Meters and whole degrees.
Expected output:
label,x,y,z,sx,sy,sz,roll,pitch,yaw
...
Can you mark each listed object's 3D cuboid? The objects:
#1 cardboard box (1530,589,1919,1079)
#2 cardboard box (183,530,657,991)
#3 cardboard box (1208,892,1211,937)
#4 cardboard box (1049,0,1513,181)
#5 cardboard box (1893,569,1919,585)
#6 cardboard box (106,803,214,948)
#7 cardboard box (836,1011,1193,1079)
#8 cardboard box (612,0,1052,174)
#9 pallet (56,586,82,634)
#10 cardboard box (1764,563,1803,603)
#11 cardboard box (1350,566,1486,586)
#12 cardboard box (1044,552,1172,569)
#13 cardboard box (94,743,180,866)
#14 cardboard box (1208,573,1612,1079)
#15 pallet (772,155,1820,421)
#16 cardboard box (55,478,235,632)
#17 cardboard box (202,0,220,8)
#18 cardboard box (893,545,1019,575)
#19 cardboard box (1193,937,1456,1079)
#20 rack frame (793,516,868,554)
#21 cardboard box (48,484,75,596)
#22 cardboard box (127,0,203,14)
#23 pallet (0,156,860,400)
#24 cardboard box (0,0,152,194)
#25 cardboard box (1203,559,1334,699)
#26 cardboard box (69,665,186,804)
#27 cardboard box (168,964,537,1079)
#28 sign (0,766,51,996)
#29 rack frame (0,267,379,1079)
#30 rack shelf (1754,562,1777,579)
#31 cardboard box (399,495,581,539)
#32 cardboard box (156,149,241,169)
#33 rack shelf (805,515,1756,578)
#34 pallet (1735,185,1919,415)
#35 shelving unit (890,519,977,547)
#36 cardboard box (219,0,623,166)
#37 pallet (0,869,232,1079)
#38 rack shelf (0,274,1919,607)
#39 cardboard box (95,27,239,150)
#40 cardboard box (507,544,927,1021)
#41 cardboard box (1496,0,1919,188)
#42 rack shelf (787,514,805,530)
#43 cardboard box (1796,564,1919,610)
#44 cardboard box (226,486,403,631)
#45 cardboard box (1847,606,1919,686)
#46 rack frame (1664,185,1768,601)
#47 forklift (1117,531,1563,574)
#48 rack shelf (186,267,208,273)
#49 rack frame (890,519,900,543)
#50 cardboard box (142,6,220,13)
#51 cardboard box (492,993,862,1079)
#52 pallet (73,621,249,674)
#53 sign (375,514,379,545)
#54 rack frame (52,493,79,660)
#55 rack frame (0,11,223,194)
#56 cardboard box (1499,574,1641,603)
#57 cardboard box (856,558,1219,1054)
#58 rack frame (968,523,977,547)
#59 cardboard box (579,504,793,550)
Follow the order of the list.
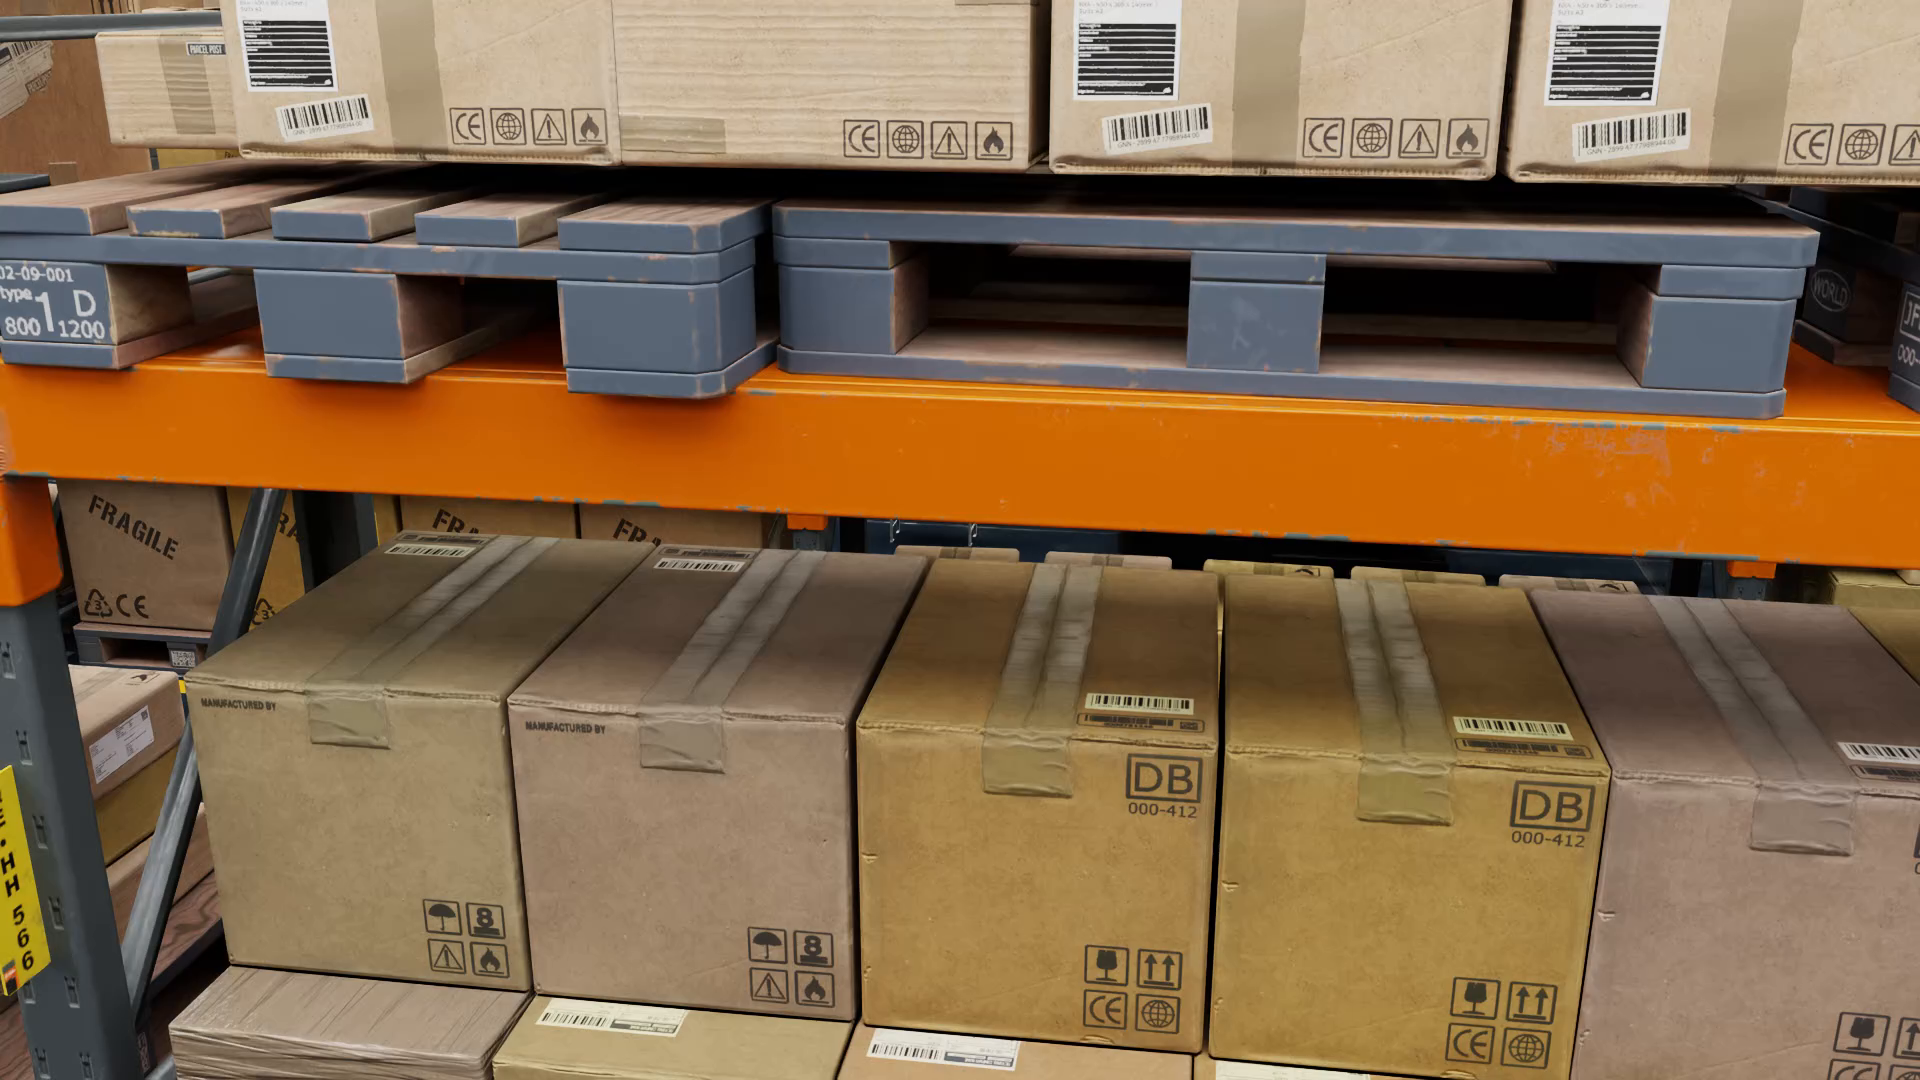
label,x,y,z,sx,sy,sz,roll,pitch,yaw
cardboard box,1.155,0.439,2.530,0.500,0.500,0.700,3,19,9
cardboard box,-0.855,0.338,2.833,0.500,0.500,0.700,3,19,8
cardboard box,0.683,0.800,3.028,0.500,0.500,0.500,3,19,10
cardboard box,0.385,-0.637,2.073,0.500,0.311,0.500,3,19,8
cardboard box,3.992,0.060,6.864,0.250,0.149,0.380,3,19,9
cardboard box,-1.706,0.668,3.314,0.250,0.149,0.380,3,19,8
cardboard box,0.104,0.943,2.598,0.500,0.500,0.500,3,19,9
cardboard box,-0.122,-0.634,2.160,0.500,0.250,0.500,3,19,10
pallet,-5.299,0.336,8.967,1.213,0.211,1.003,3,19,9
cardboard box,3.965,0.174,7.546,0.500,0.500,0.500,3,19,8
cardboard box,2.110,0.465,7.665,0.625,0.372,0.950,4,19,12
cardboard box,0.675,0.391,7.887,0.625,0.372,0.950,3,19,8
cardboard box,-1.742,0.525,3.271,0.250,0.149,0.380,4,19,11
cardboard box,0.656,0.413,2.607,0.500,0.500,0.700,3,19,8
pallet,0.452,-0.428,2.426,1.213,0.211,1.003,4,19,11
cardboard box,-3.936,-0.109,8.589,0.875,0.875,0.875,4,19,10
cardboard box,-3.657,-2.525,7.872,0.500,0.311,0.500,3,19,9
cardboard box,-0.055,0.356,7.991,0.625,0.372,0.950,2,19,5
cardboard box,0.596,0.969,2.521,0.500,0.500,0.500,3,19,8
rack frame,-0.611,-0.722,7.735,0.127,3.000,1.000,3,19,9
cardboard box,-5.163,0.027,8.871,0.875,0.438,0.875,3,19,8
cardboard box,-3.736,-2.458,7.374,0.500,0.500,0.500,3,19,8
pallet,-0.652,-0.484,2.592,1.003,0.211,1.213,4,19,11
cardboard box,-1.818,-0.749,2.928,0.500,0.500,0.500,3,19,9
cardboard box,1.423,0.431,7.768,0.625,0.372,0.950,4,19,10
cardboard box,-1.726,0.387,3.215,0.250,0.149,0.380,3,19,9
cardboard box,-0.896,0.893,2.749,0.500,0.500,0.500,3,19,9
sign,-1.373,0.492,2.404,0.005,0.325,0.100,3,19,9
rack frame,-1.296,0.833,3.085,0.127,3.000,1.000,3,19,9
rack shelf,5.313,-0.079,6.946,4.000,0.370,1.077,3,19,9
cardboard box,-2.160,-0.021,8.325,0.875,0.875,0.875,3,19,9
cardboard box,-5.840,-2.923,12.898,0.500,0.500,0.500,3,19,10
rack shelf,1.364,-0.281,7.548,4.000,0.370,1.077,3,19,9
pallet,1.740,-0.328,2.129,1.217,0.209,0.805,2,19,6
shelving unit,-0.163,-0.577,10.138,0.503,1.200,0.258,3,19,9
cardboard box,-0.617,-0.688,2.226,0.500,0.311,0.500,3,19,9
pallet,-2.017,0.922,3.123,1.003,0.211,1.213,3,19,9
rack shelf,0.678,-0.147,2.422,4.000,0.370,1.077,3,19,9
cardboard box,-0.992,-0.650,2.366,0.250,0.149,0.380,2,19,6
cardboard box,-0.355,0.363,2.759,0.500,0.500,0.700,3,19,8
cardboard box,0.887,-0.611,1.996,0.500,0.311,0.500,2,19,7
rack shelf,-2.586,-0.482,8.150,4.000,0.370,1.077,3,19,9
cardboard box,3.878,0.342,7.042,0.500,0.500,0.500,4,19,11
cardboard box,-3.042,-0.066,8.460,0.875,0.875,0.875,3,19,10
cardboard box,1.654,0.465,2.453,0.500,0.500,0.700,3,19,8
rack frame,3.338,-0.521,7.133,0.127,3.000,1.000,3,19,9
forklift,2.480,-1.296,9.557,3.031,2.935,1.130,2,19,6
rack shelf,-3.271,-0.349,3.024,4.000,0.370,1.077,3,19,9
rack frame,-0.404,-0.590,10.174,0.015,1.200,0.240,3,19,9
cardboard box,-3.367,-2.261,7.313,0.250,0.166,0.380,2,19,5
cardboard box,-0.394,0.918,2.675,0.500,0.500,0.500,3,19,8
pallet,-3.787,0.414,8.733,1.213,0.211,1.003,3,19,9
sign,-1.212,0.110,3.421,0.005,0.325,0.100,3,19,9
rack frame,-4.560,-0.924,8.336,0.127,3.000,1.000,3,19,9
rack frame,-1.296,-2.011,2.133,0.127,3.000,1.000,3,19,9
cardboard box,2.820,0.500,7.560,0.625,0.372,0.950,3,19,9
cardboard box,0.152,0.388,2.683,0.500,0.500,0.700,3,19,8
rack frame,0.077,-0.565,10.101,0.015,1.200,0.240,3,19,9
cardboard box,-1.280,0.025,8.187,0.875,0.875,0.875,3,19,8
